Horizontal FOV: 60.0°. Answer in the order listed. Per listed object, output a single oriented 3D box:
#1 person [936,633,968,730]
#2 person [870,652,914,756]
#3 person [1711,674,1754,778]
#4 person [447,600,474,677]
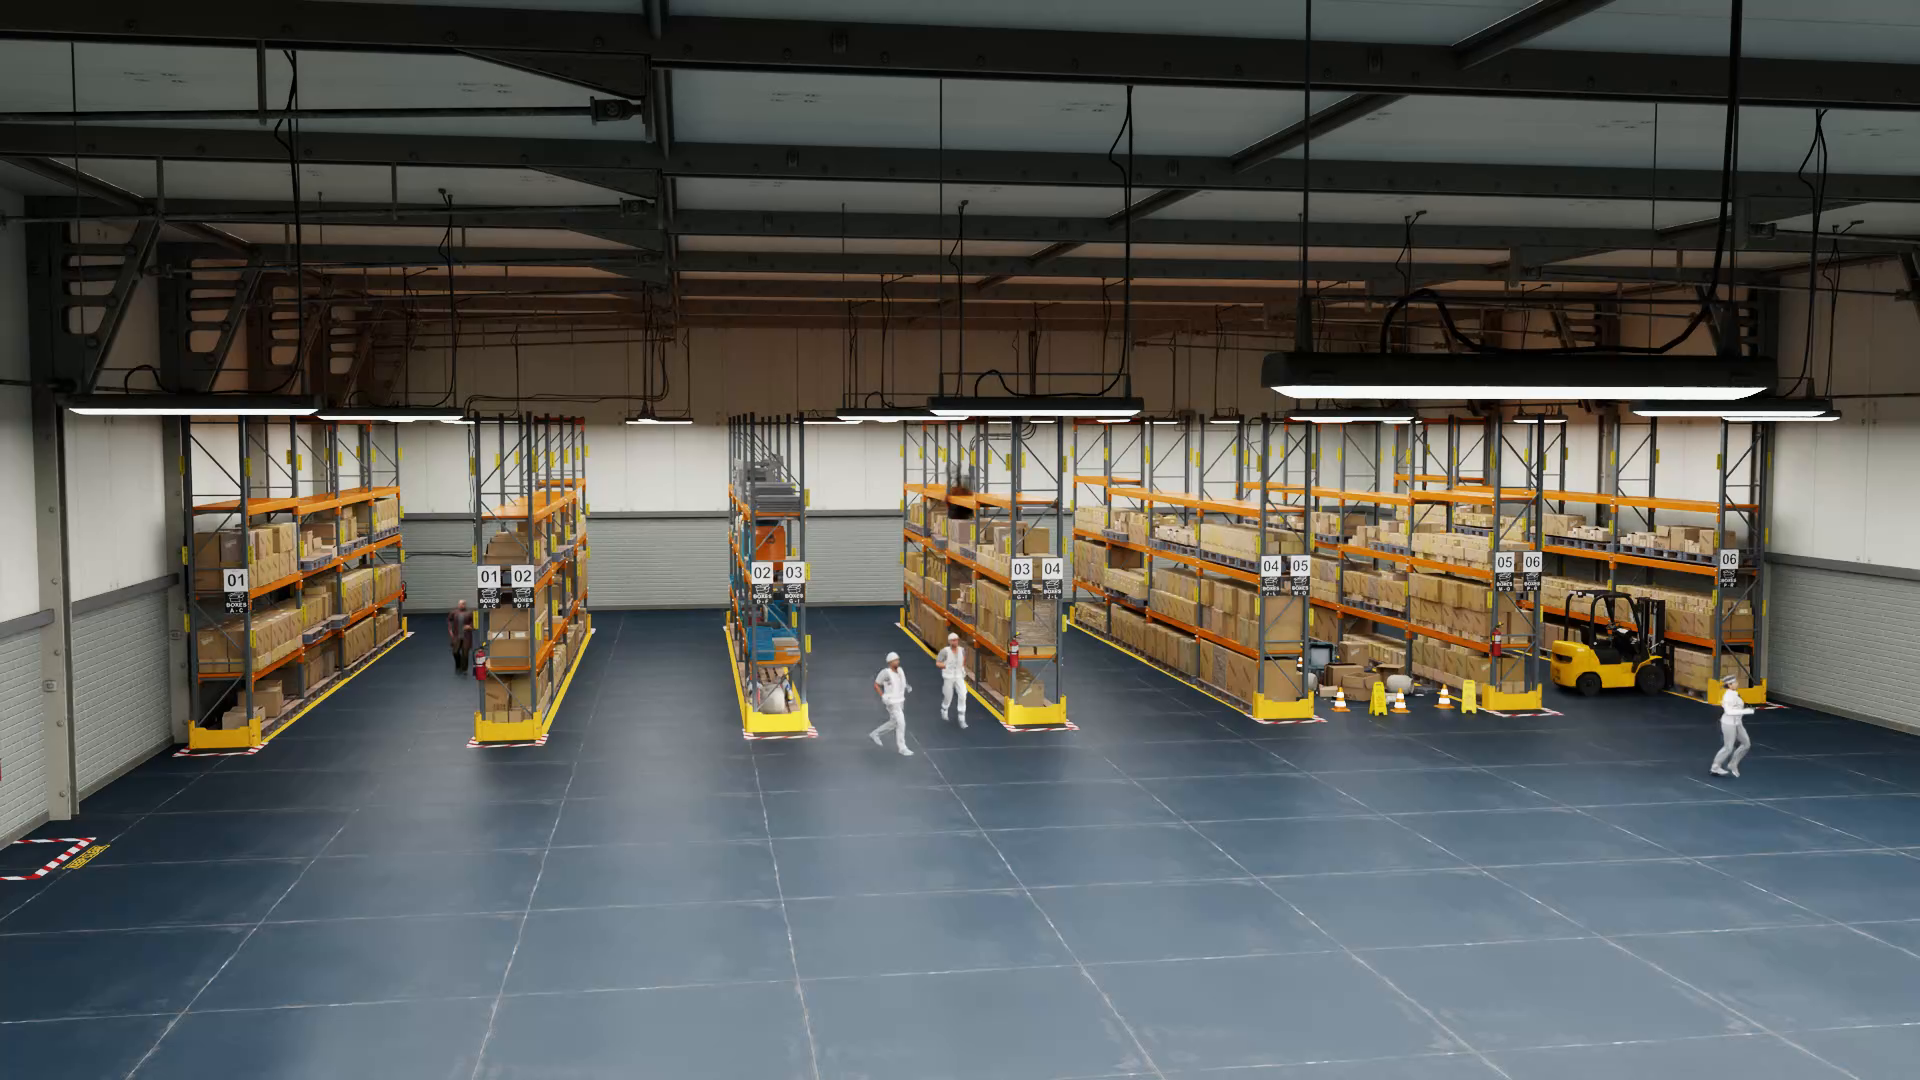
[{"bbox_3d":[-0.148,2.665,31.817,0.679,1.803,0.942,-1,4,-21],"label":"person"},{"bbox_3d":[-1.187,2.854,29.162,0.892,1.788,0.670,2,4,27],"label":"person"},{"bbox_3d":[12.627,3.040,27.129,0.651,1.723,0.593,3,5,41],"label":"person"},{"bbox_3d":[-11.395,2.295,38.106,0.770,1.687,0.649,0,4,-7],"label":"person"}]
